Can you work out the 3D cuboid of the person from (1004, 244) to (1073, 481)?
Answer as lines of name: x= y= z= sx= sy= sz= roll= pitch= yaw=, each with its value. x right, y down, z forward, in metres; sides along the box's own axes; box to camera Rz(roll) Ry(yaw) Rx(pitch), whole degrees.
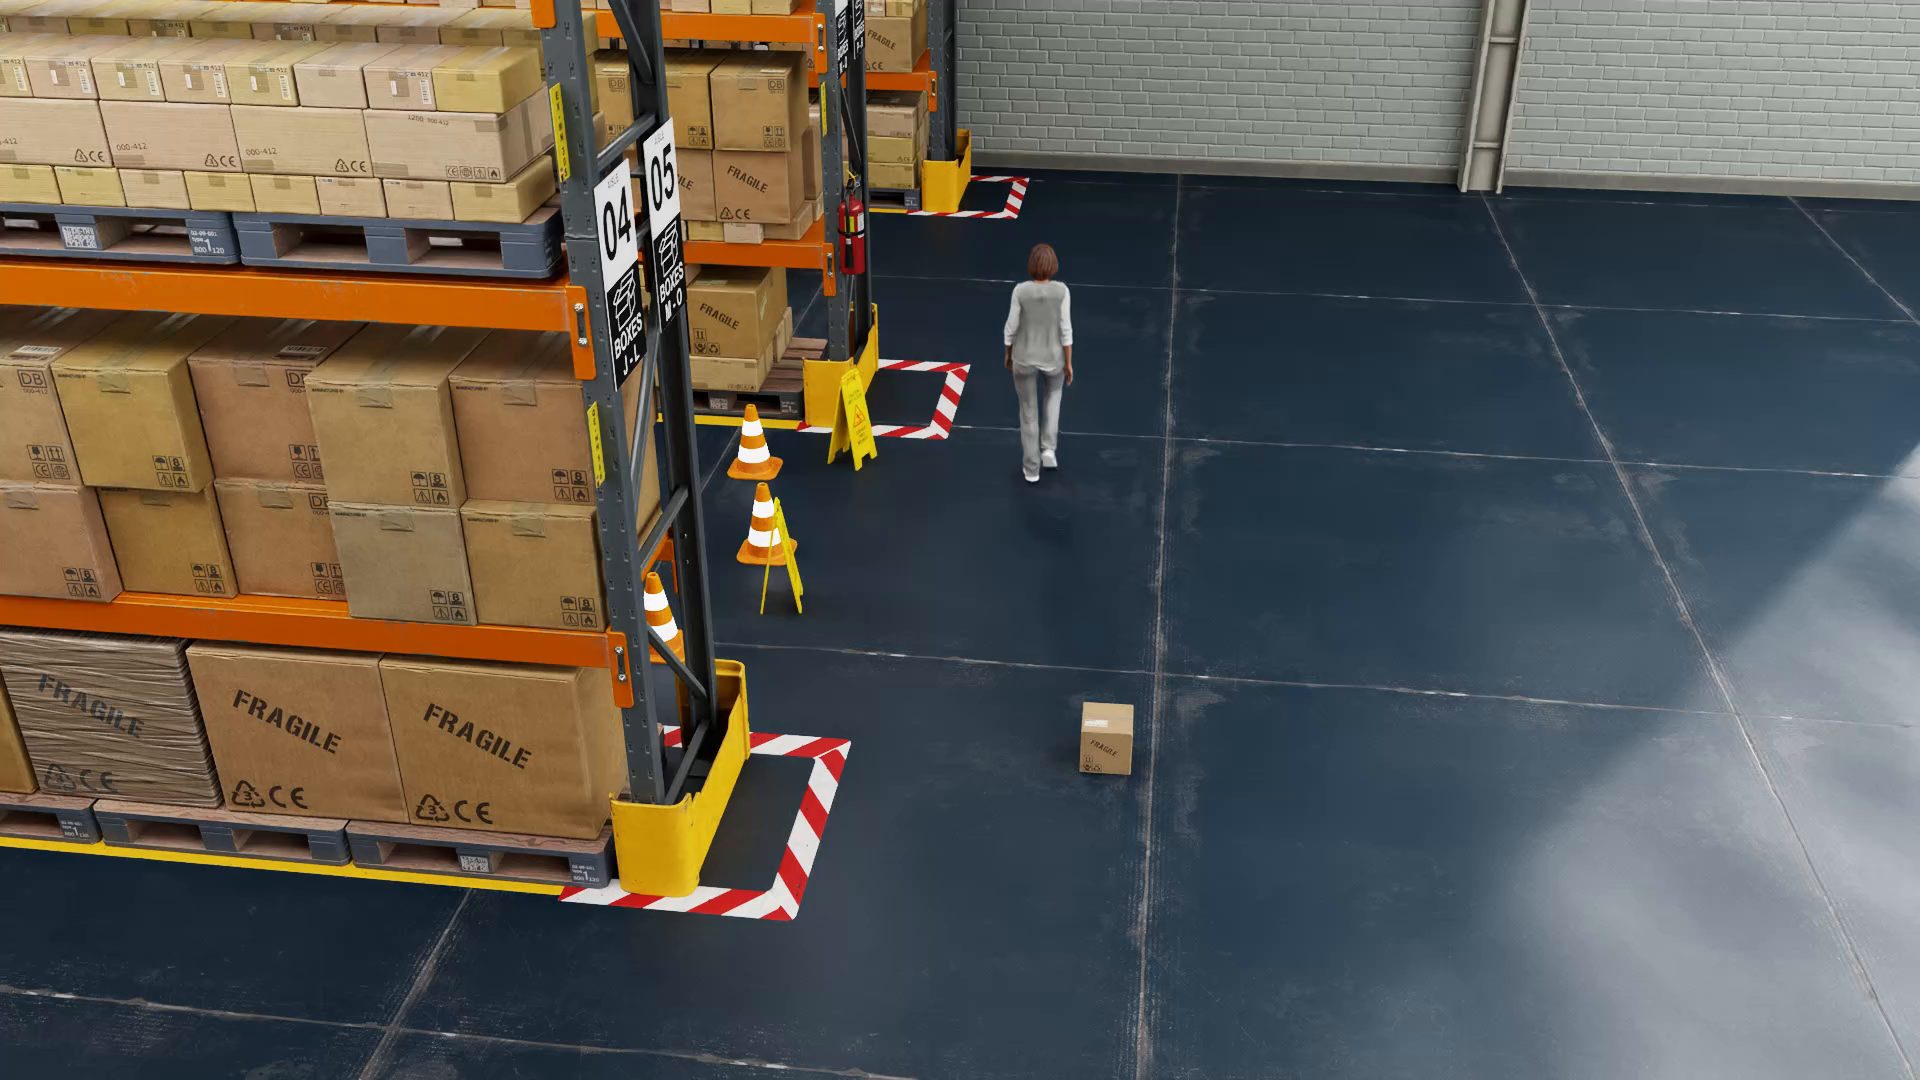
person: x=0.498 y=-1.148 z=10.706 sx=0.439 sy=1.620 sz=0.470 roll=-1 pitch=29 yaw=-2
